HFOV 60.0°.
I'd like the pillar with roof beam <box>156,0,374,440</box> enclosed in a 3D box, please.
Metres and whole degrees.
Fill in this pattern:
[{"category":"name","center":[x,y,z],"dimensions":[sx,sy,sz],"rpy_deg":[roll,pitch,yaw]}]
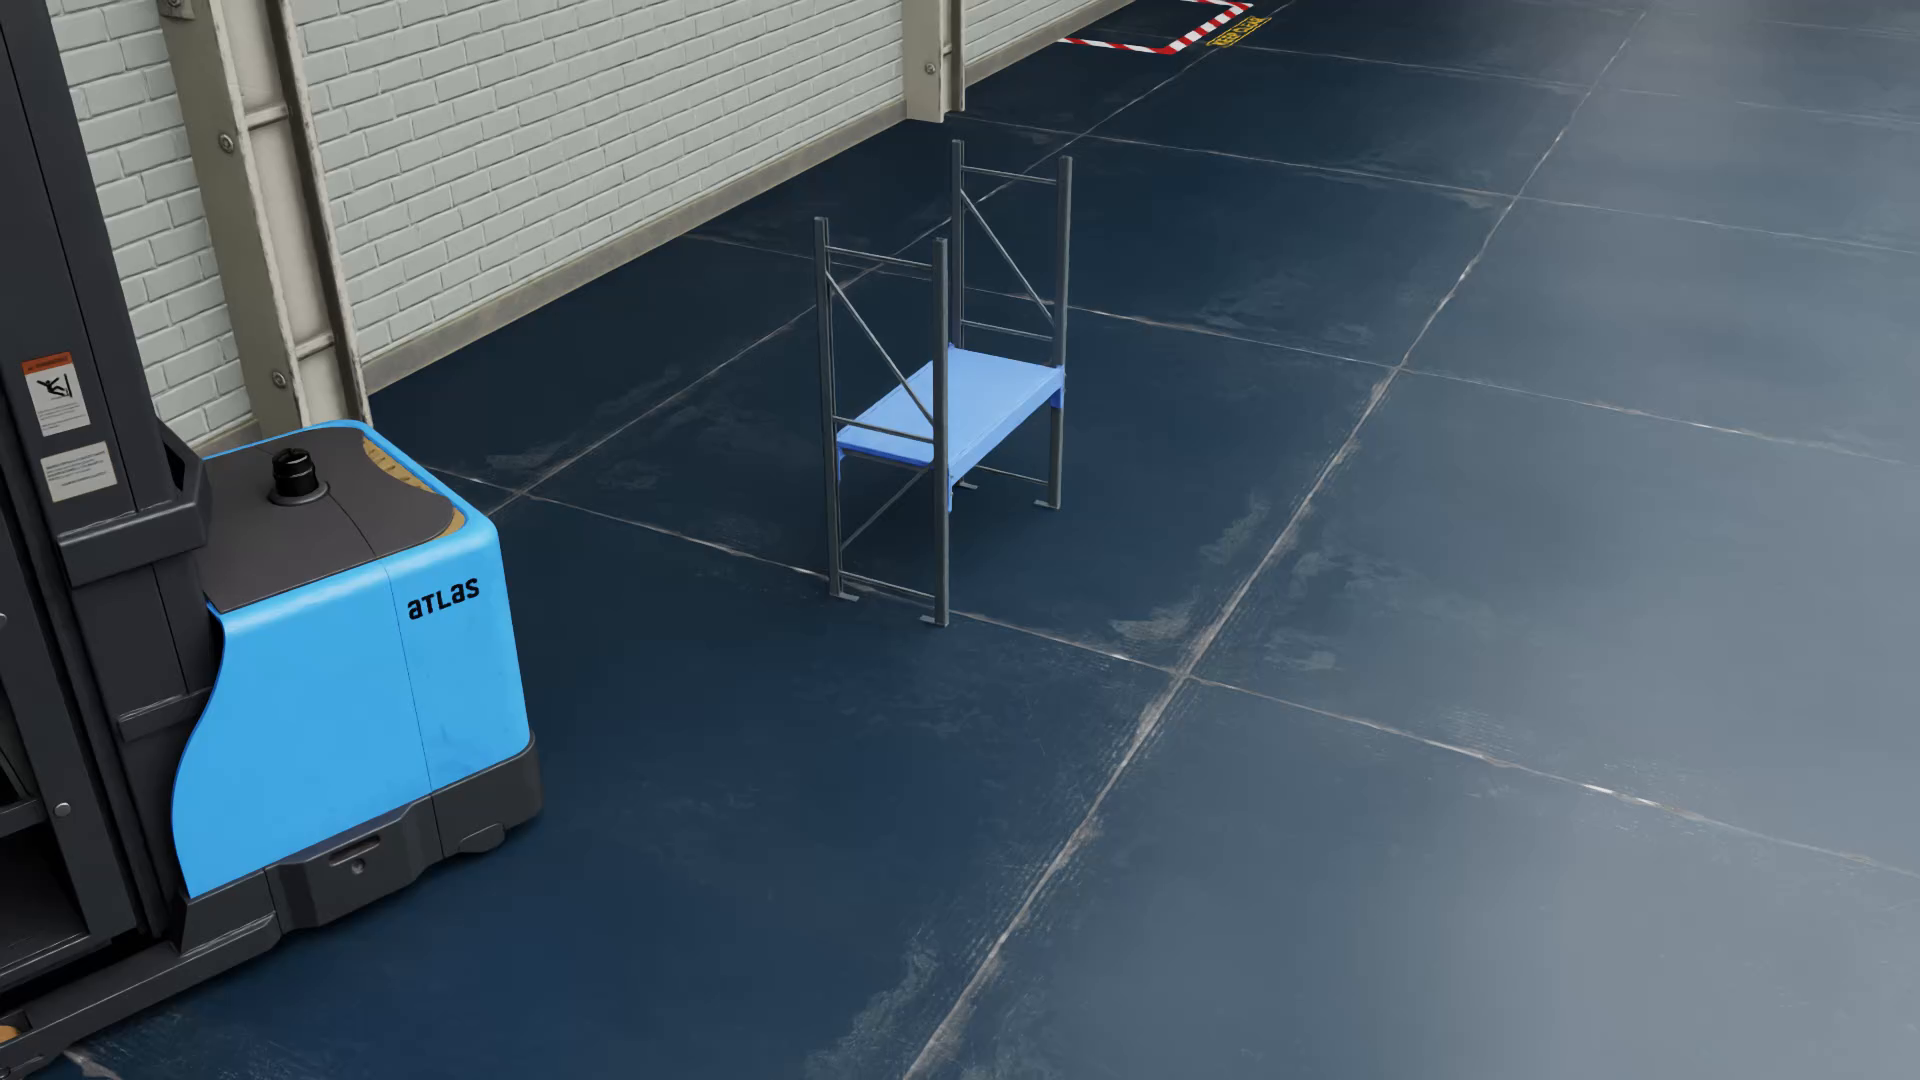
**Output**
[{"category":"pillar with roof beam","center":[0.910,-3.394,3.625],"dimensions":[9.100,9.000,0.400],"rpy_deg":[14,33,23]}]

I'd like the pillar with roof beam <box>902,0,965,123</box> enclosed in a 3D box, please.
[{"category":"pillar with roof beam","center":[3.643,-6.054,8.257],"dimensions":[9.100,9.000,0.400],"rpy_deg":[14,33,23]}]

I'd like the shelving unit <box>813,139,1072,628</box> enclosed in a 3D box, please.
[{"category":"shelving unit","center":[-0.039,-0.613,6.311],"dimensions":[0.538,1.500,1.048],"rpy_deg":[14,33,23]}]

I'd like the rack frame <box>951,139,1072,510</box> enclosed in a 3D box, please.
[{"category":"rack frame","center":[0.193,-0.838,6.703],"dimensions":[0.500,1.500,0.032],"rpy_deg":[14,33,23]}]

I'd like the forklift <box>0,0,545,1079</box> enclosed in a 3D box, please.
[{"category":"forklift","center":[-2.737,-0.083,3.952],"dimensions":[3.031,2.935,1.130],"rpy_deg":[-23,37,-35]}]

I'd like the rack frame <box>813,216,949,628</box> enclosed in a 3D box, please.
[{"category":"rack frame","center":[-0.270,-0.387,5.918],"dimensions":[0.500,1.500,0.032],"rpy_deg":[14,33,23]}]

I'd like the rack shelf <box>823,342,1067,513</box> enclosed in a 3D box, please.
[{"category":"rack shelf","center":[-0.039,-0.457,6.400],"dimensions":[0.538,0.185,1.000],"rpy_deg":[14,33,23]}]
